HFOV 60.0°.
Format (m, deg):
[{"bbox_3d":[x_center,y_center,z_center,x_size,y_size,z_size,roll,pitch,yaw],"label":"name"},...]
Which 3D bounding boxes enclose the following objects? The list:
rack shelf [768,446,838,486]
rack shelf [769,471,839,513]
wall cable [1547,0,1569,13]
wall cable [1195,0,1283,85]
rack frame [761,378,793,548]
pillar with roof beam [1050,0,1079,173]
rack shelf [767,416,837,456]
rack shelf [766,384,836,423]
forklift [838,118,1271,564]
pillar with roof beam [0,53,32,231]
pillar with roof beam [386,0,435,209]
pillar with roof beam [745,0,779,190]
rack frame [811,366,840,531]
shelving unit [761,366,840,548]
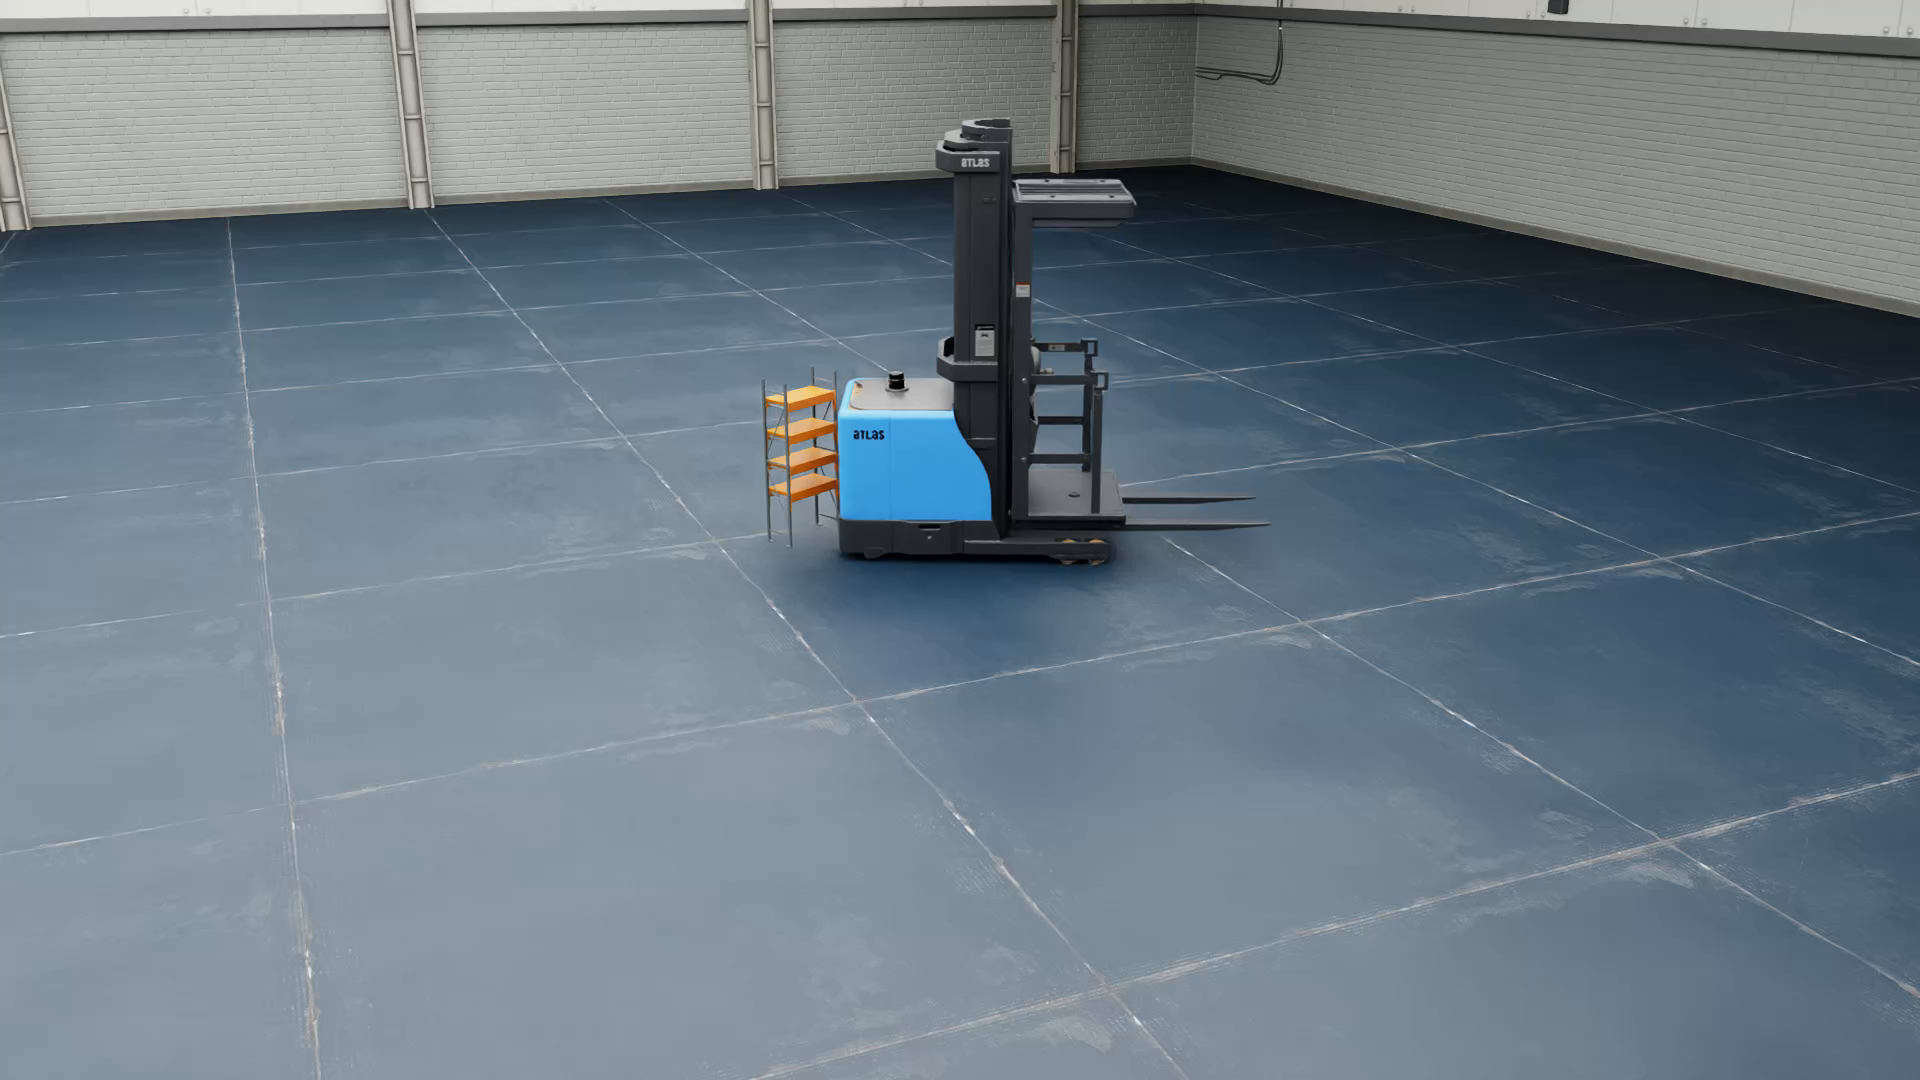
[{"bbox_3d":[-1.135,-0.535,11.938,0.258,0.148,0.480,16,25,37],"label":"rack shelf"},{"bbox_3d":[-1.135,-0.348,12.004,0.258,0.148,0.480,16,25,37],"label":"rack shelf"},{"bbox_3d":[8.965,-10.097,22.027,0.169,6.003,2.305,-8,21,-22],"label":"wall cable"},{"bbox_3d":[5.219,-9.925,31.336,0.112,2.526,3.097,-8,21,-22],"label":"wall cable"},{"bbox_3d":[-1.292,-0.537,11.739,0.240,1.200,0.015,16,25,37],"label":"rack frame"},{"bbox_3d":[3.696,-10.092,27.136,0.400,9.000,9.100,-8,21,-22],"label":"pillar with roof beam"},{"bbox_3d":[-1.135,-0.746,11.864,0.258,0.148,0.480,16,25,37],"label":"rack shelf"},{"bbox_3d":[-1.135,-0.969,11.785,0.258,0.148,0.480,16,25,37],"label":"rack shelf"},{"bbox_3d":[0.670,-1.396,11.572,3.031,2.935,1.130,0,19,0],"label":"forklift"},{"bbox_3d":[-12.832,-7.725,20.411,0.400,9.000,9.100,-8,21,-22],"label":"pillar with roof beam"},{"bbox_3d":[-7.323,-8.514,22.653,0.400,9.000,9.100,-8,21,-22],"label":"pillar with roof beam"},{"bbox_3d":[-1.813,-9.303,24.894,0.400,9.000,9.100,-8,21,-22],"label":"pillar with roof beam"},{"bbox_3d":[-0.978,-0.661,12.092,0.240,1.200,0.015,16,25,37],"label":"rack frame"},{"bbox_3d":[-1.135,-0.599,11.916,0.258,1.200,0.503,16,25,37],"label":"shelving unit"}]
